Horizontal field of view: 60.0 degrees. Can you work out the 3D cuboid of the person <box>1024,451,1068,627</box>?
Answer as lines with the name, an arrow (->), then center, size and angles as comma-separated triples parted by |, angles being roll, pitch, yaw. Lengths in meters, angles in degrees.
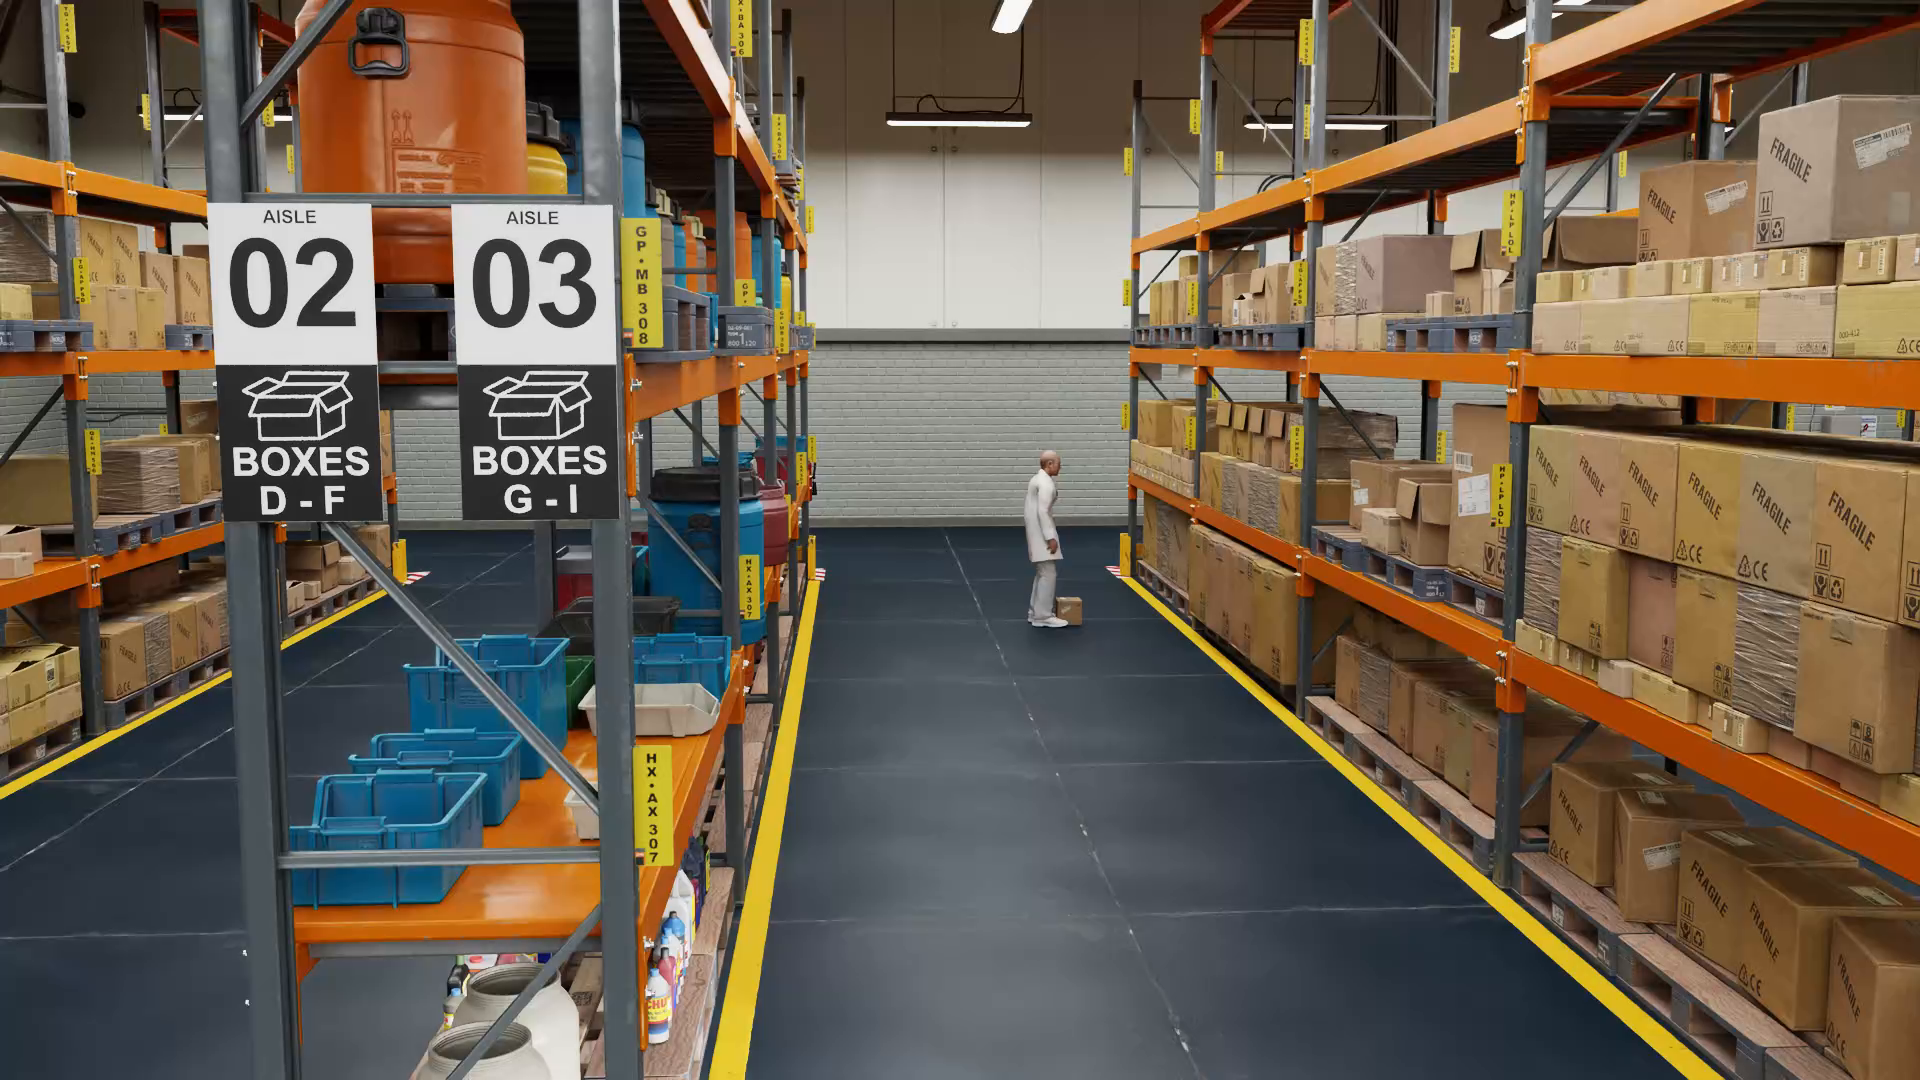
person -> 0.872, -0.022, 16.984 | 0.423, 1.774, 0.643 | 0, 7, -3
